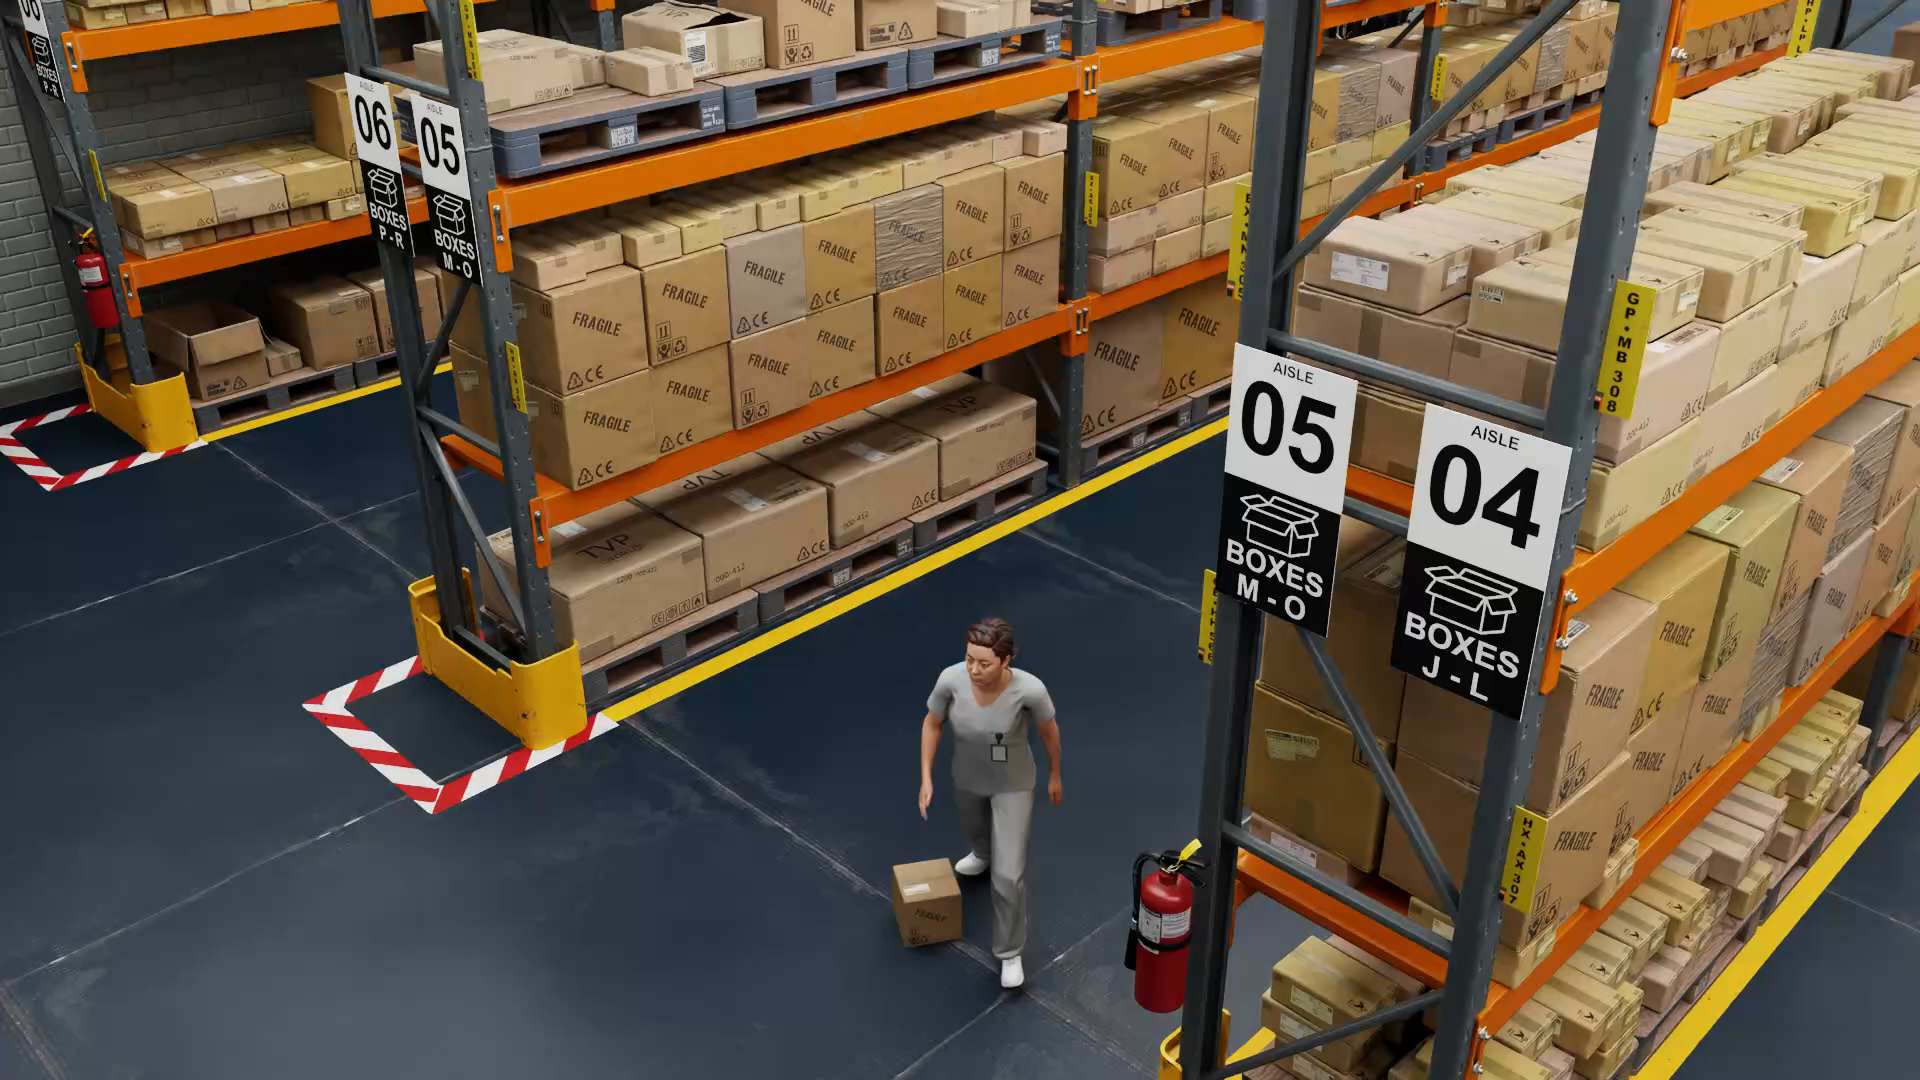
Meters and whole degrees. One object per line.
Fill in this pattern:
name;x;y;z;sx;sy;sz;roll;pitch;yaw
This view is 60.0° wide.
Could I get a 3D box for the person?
person;0.159;0.941;6.871;0.558;1.603;0.850;11;30;21
